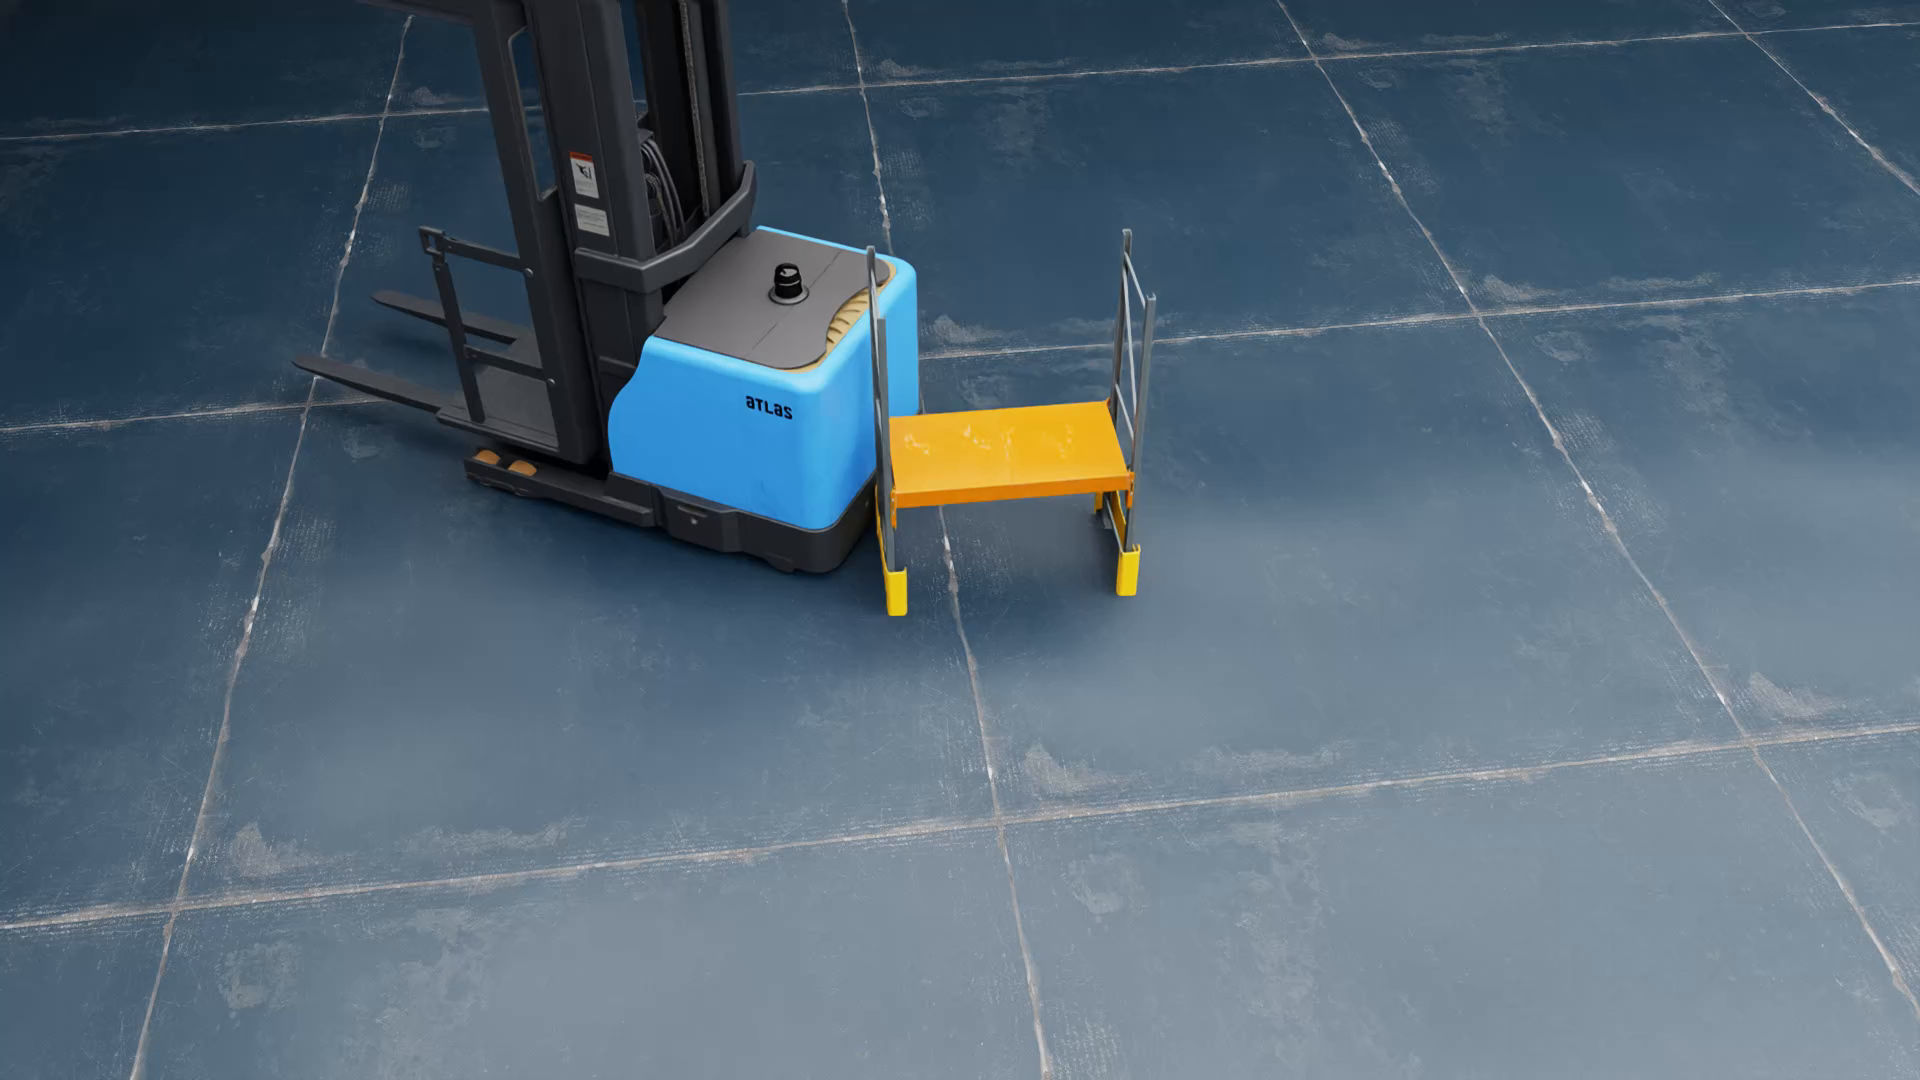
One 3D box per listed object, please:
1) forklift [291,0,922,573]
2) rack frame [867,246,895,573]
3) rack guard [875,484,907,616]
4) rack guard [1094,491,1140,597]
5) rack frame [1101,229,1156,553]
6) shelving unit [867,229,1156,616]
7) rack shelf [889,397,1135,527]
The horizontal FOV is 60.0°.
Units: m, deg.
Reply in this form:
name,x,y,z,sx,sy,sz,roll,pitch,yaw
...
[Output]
name,x,y,z,sx,sy,sz,roll,pitch,yaw
forklift,-1.740,-1.595,7.045,3.031,2.935,1.130,16,45,17
rack frame,-0.320,-0.426,6.817,0.032,1.500,0.500,-5,42,-5
rack guard,-0.300,0.037,7.238,0.087,0.250,0.587,-5,42,-5
rack guard,0.688,-0.045,7.328,0.087,0.250,0.587,-5,42,-5
rack frame,0.690,-0.509,6.909,0.032,1.500,0.500,-5,42,-5
shelving unit,0.194,-0.468,6.864,1.083,1.500,0.587,-5,42,-5
rack shelf,0.185,-0.334,6.984,1.000,0.185,0.538,-5,42,-5
